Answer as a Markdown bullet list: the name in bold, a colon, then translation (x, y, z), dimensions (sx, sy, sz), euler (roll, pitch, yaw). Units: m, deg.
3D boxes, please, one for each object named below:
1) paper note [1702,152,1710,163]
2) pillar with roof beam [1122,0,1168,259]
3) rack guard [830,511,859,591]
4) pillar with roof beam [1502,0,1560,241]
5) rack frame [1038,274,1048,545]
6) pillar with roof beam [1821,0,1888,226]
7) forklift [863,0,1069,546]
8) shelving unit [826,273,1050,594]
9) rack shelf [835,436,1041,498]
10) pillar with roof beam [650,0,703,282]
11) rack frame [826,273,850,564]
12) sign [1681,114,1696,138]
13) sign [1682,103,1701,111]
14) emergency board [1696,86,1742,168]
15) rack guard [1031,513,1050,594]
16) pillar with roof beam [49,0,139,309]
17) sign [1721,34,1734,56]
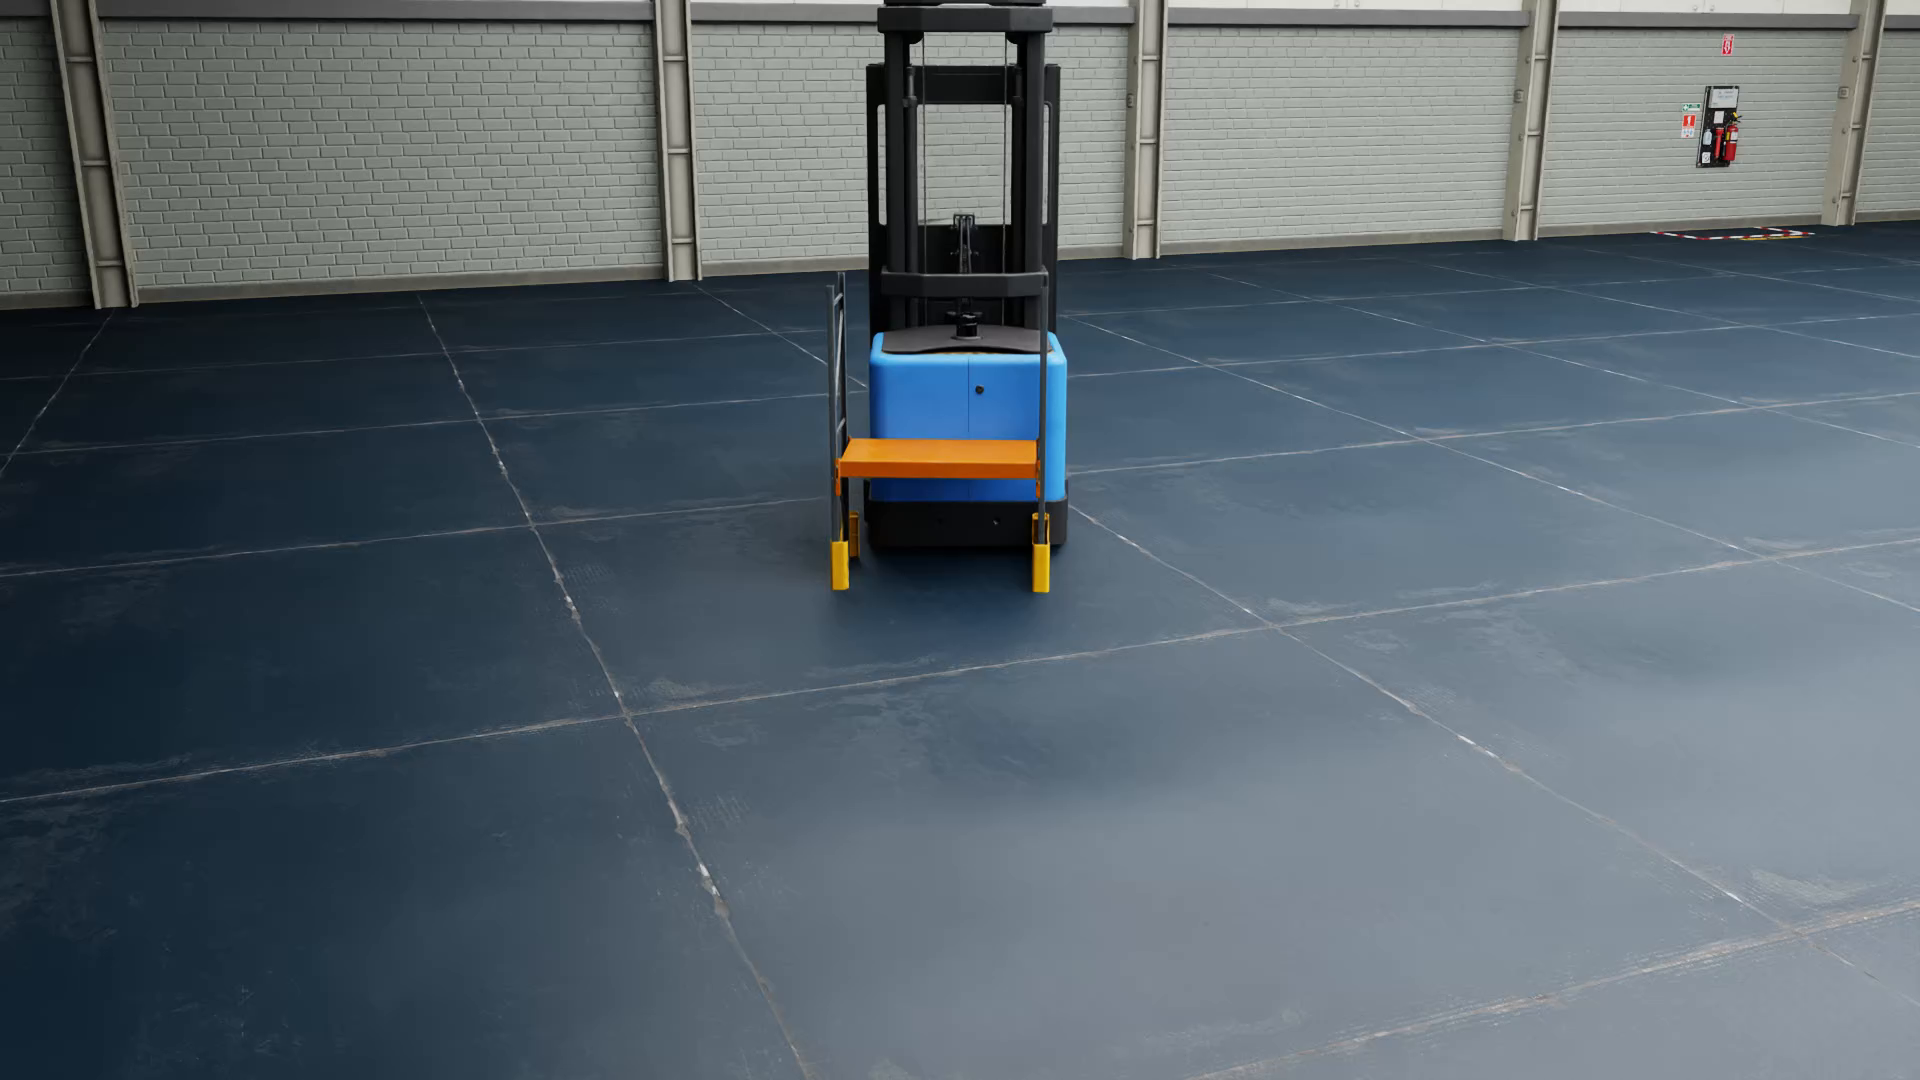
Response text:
- **paper note**: translation (11.043, -5.657, 24.603), dimensions (0.142, 0.148, 0.016), euler (-6, 17, -20)
- **pillar with roof beam**: translation (3.889, -6.855, 16.469), dimensions (0.400, 9.000, 9.100), euler (-6, 17, -20)
- **rack guard**: translation (-0.586, 0.049, 8.486), dimensions (0.087, 0.250, 0.587), euler (1, 16, 3)
- **pillar with roof beam**: translation (9.492, -7.460, 18.529), dimensions (0.400, 9.000, 9.100), euler (-6, 17, -20)
- **rack frame**: translation (0.410, -0.537, 8.266), dimensions (0.032, 1.500, 0.500), euler (1, 16, 3)
- **pillar with roof beam**: translation (15.095, -8.064, 20.589), dimensions (0.400, 9.000, 9.100), euler (-6, 17, -20)
- **forklift**: translation (0.012, -1.732, 9.794), dimensions (1.130, 2.935, 3.031), euler (0, 16, -1)
- **shelving unit**: translation (-0.089, -0.544, 8.288), dimensions (1.083, 1.500, 0.587), euler (1, 16, 3)
- **rack shelf**: translation (-0.098, -0.371, 8.339), dimensions (1.000, 0.185, 0.538), euler (1, 16, 3)
- **pillar with roof beam**: translation (-1.713, -6.250, 14.409), dimensions (0.400, 9.000, 9.100), euler (-6, 17, -20)
- **rack frame**: translation (-0.606, -0.551, 8.311), dimensions (0.032, 1.500, 0.500), euler (1, 16, 3)
- **sign**: translation (10.680, -6.068, 24.375), dimensions (0.234, 0.329, 0.001), euler (-6, 17, -20)
- **sign**: translation (10.687, -6.320, 24.294), dimensions (0.331, 0.109, 0.001), euler (-6, 17, -20)
- **emergency board**: translation (11.233, -6.080, 24.477), dimensions (0.643, 1.169, 0.194), euler (-6, 17, -20)
- **rack guard**: translation (0.409, 0.062, 8.442), dimensions (0.087, 0.250, 0.587), euler (1, 16, 3)
- **pillar with roof beam**: translation (-7.316, -5.645, 12.349), dimensions (0.400, 9.000, 9.100), euler (-6, 17, -20)
- **sign**: translation (11.190, -7.217, 24.237), dimensions (0.199, 0.298, 0.001), euler (-6, 17, -20)
